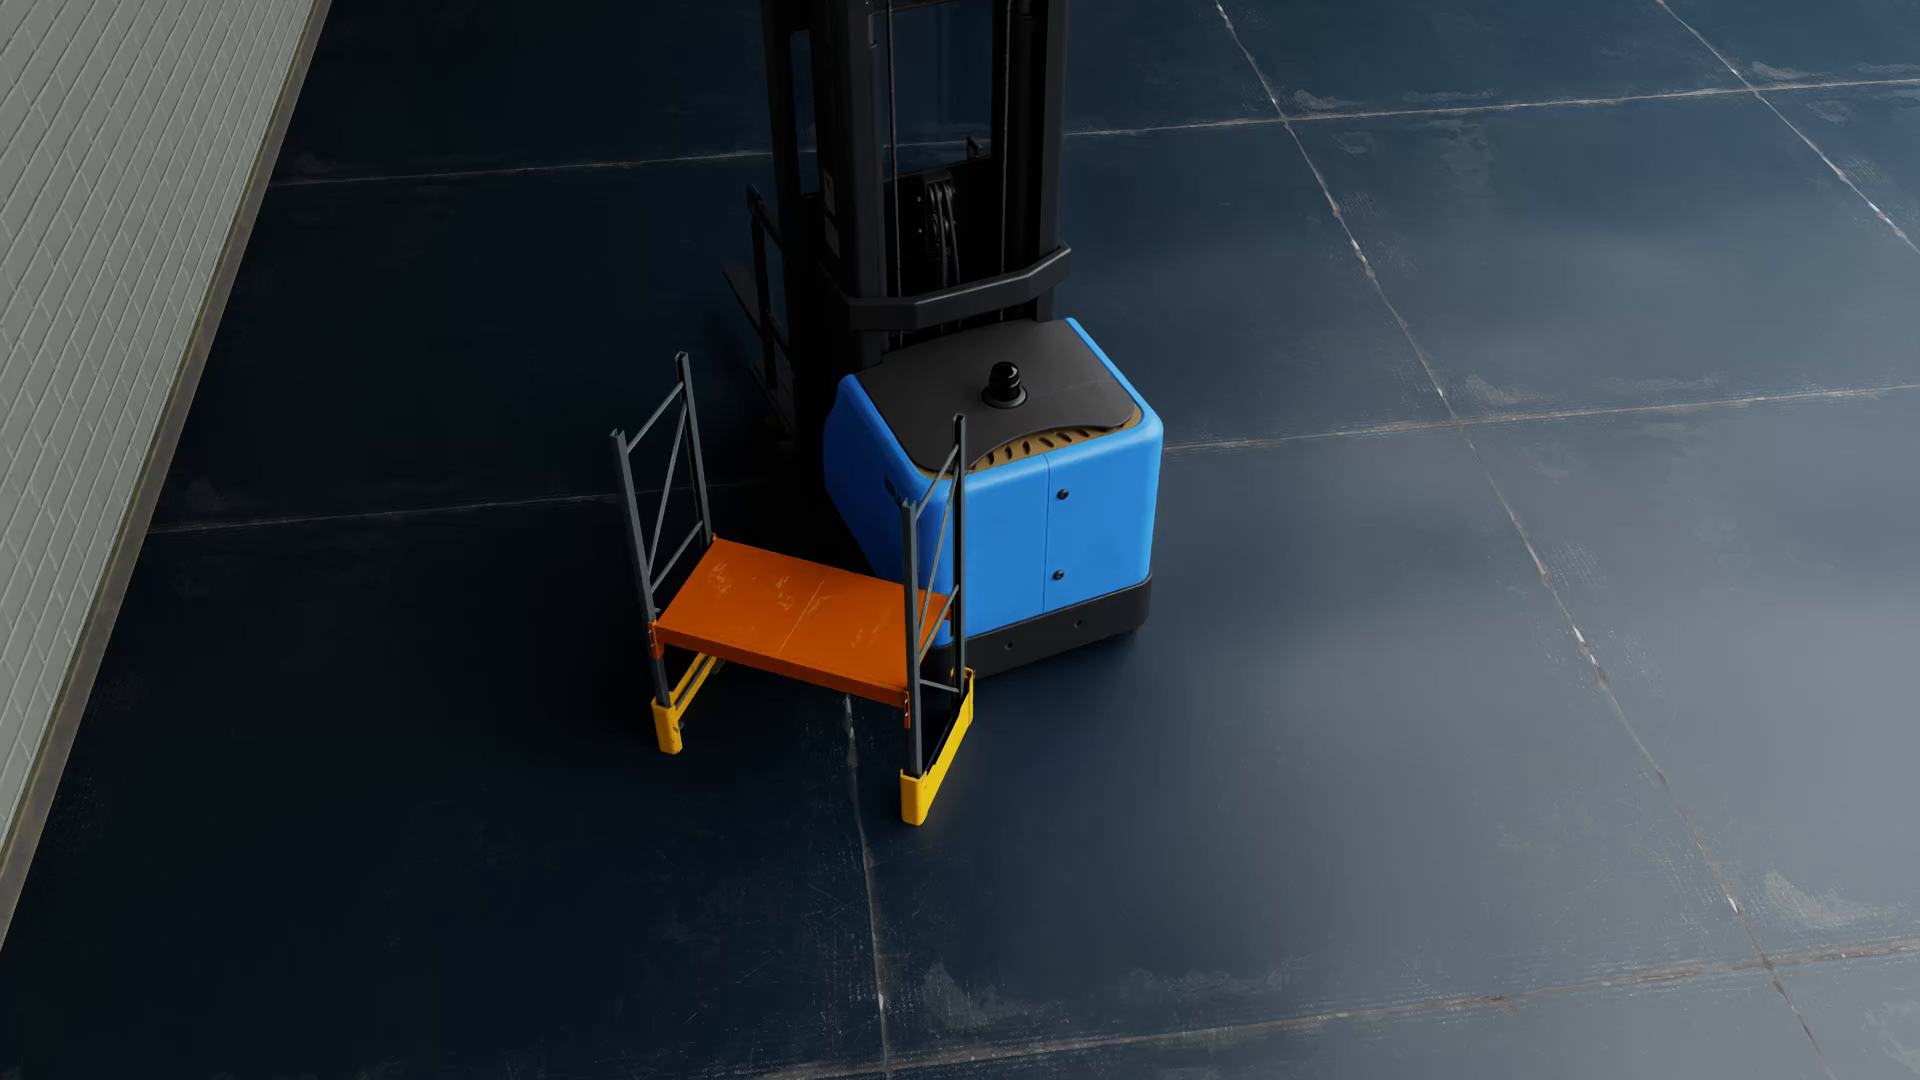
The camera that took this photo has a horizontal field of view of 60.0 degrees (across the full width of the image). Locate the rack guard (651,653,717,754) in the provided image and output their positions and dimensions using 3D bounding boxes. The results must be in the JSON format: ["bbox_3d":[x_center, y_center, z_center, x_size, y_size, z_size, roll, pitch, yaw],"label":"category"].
[{"bbox_3d":[-1.019,0.535,6.471,0.087,0.250,0.587,14,44,15],"label":"rack guard"}]

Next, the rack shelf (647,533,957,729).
[{"bbox_3d":[-0.559,0.316,6.048,1.000,0.185,0.538,14,44,15],"label":"rack shelf"}]

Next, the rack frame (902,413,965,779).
[{"bbox_3d":[-0.081,0.299,5.799,0.032,1.500,0.500,14,44,15],"label":"rack frame"}]

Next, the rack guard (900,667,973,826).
[{"bbox_3d":[-0.082,0.763,6.218,0.087,0.250,0.587,14,44,15],"label":"rack guard"}]

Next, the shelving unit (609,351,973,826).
[{"bbox_3d":[-0.551,0.185,5.926,1.083,1.500,0.587,14,44,15],"label":"shelving unit"}]

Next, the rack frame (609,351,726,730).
[{"bbox_3d":[-1.037,0.066,6.057,0.032,1.500,0.500,14,44,15],"label":"rack frame"}]

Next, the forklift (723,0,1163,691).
[{"bbox_3d":[-0.286,-1.490,6.713,1.130,2.935,3.031,-17,45,-17],"label":"forklift"}]
